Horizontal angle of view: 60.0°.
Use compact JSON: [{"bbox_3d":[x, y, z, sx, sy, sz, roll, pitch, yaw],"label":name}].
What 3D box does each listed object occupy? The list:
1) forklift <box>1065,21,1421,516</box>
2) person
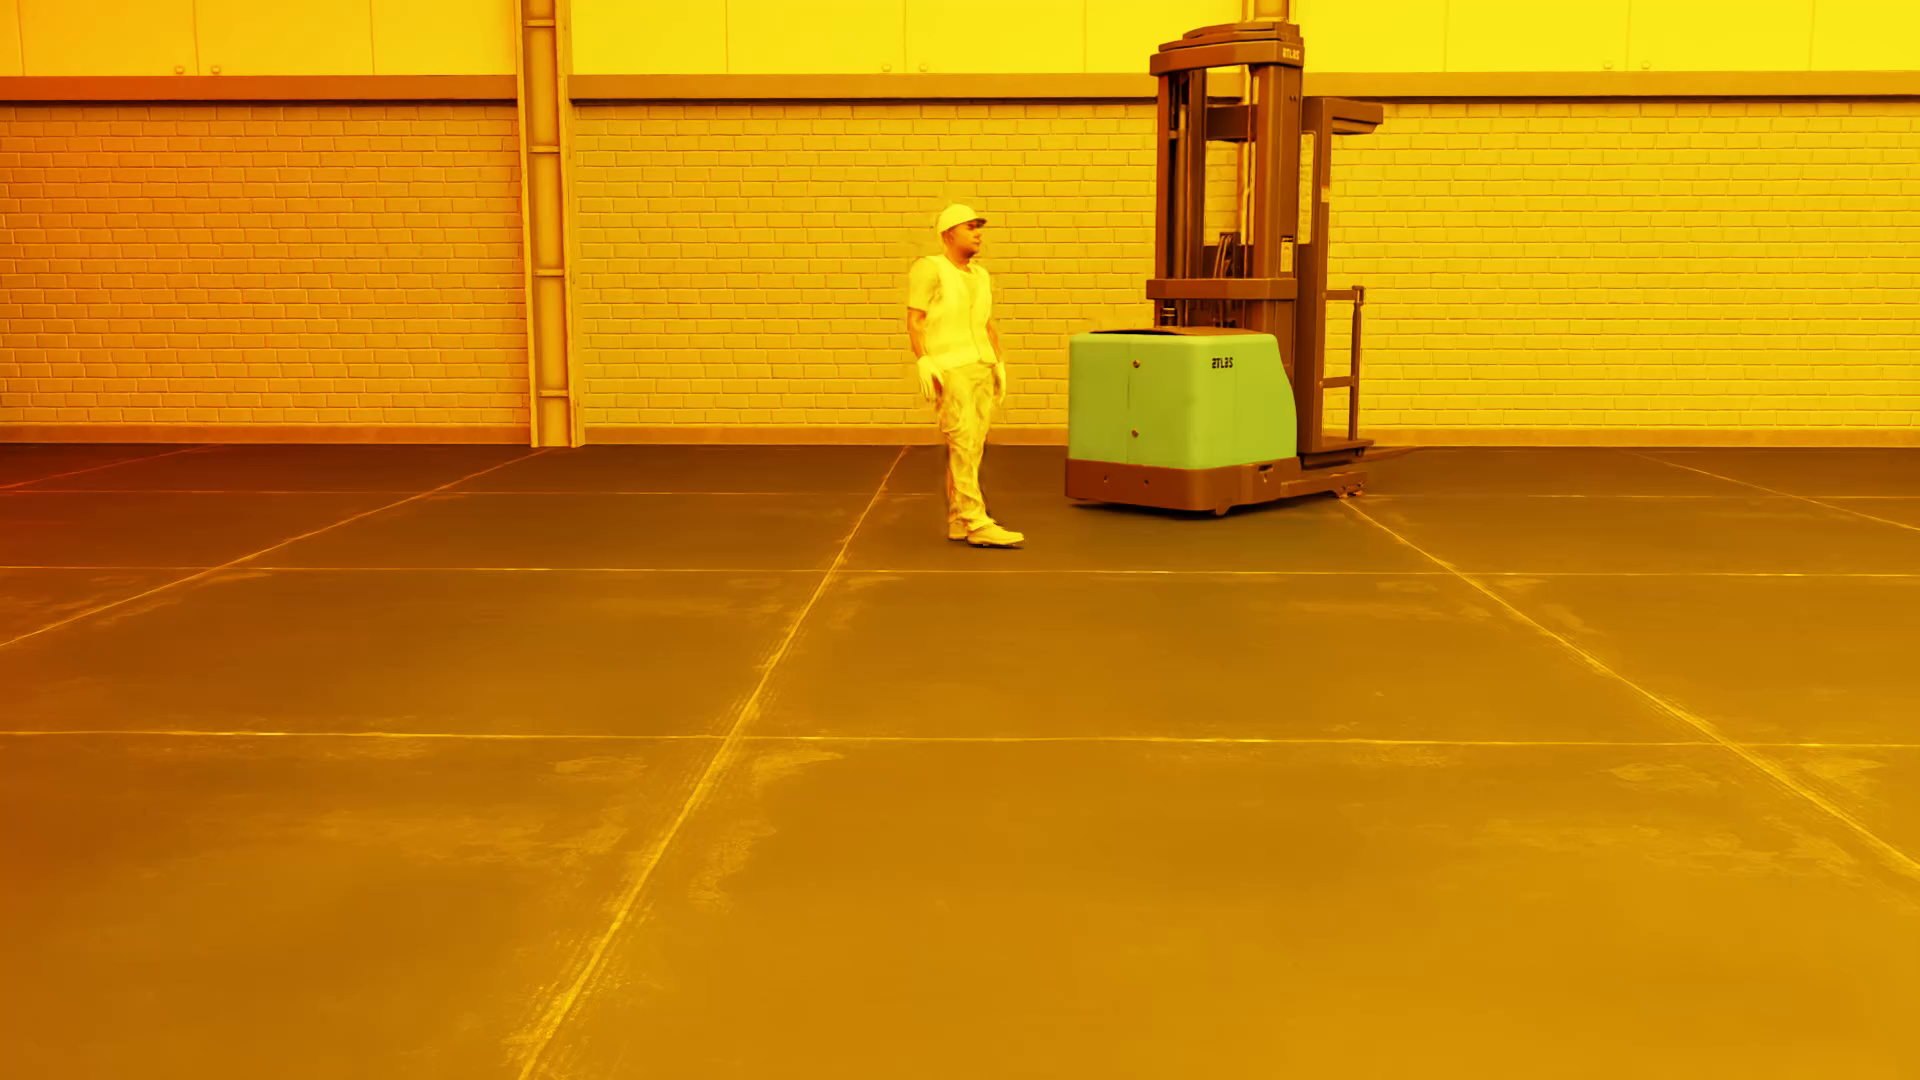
[{"bbox_3d":[2.020,-1.761,10.823,1.130,2.935,3.031,8,12,42],"label":"forklift"},{"bbox_3d":[0.087,-0.873,8.777,0.670,1.782,0.651,8,12,42],"label":"person"}]
